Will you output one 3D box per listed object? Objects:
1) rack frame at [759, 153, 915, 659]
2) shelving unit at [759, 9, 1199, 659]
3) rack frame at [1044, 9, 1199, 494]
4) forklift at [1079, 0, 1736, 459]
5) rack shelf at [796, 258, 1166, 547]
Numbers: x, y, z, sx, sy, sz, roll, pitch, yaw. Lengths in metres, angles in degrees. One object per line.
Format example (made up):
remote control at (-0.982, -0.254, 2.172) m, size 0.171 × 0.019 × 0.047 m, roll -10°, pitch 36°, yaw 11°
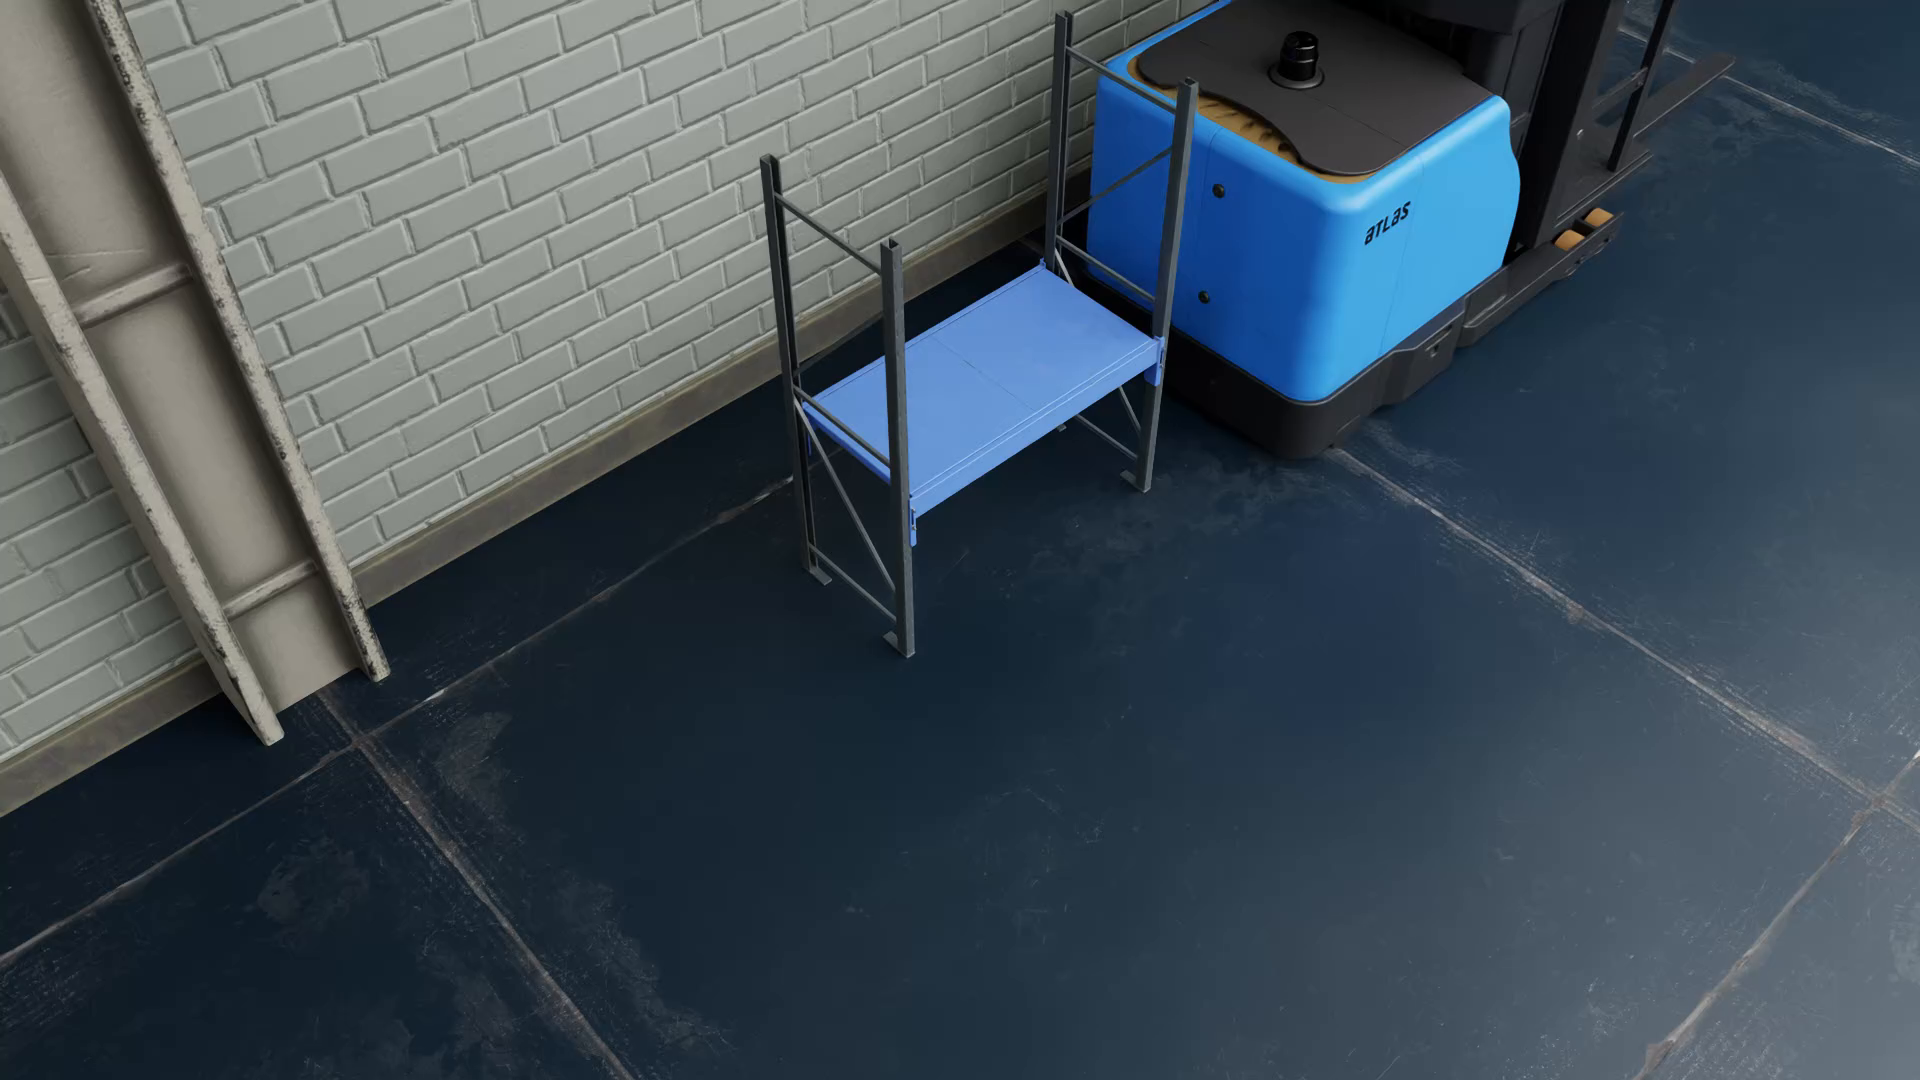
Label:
rack frame at (-0.313, -0.299, 4.506) m, size 0.032 × 1.500 × 0.500 m, roll -34°, pitch 56°, yaw -27°
shelving unit at (0.063, -0.551, 4.738) m, size 1.048 × 1.500 × 0.538 m, roll -34°, pitch 56°, yaw -27°
rack frame at (0.439, -0.802, 4.970) m, size 0.032 × 1.500 × 0.500 m, roll -34°, pitch 56°, yaw -27°
forklift at (1.828, -2.219, 5.303) m, size 3.031 × 2.935 × 1.130 m, roll -35°, pitch 56°, yaw -28°
rack shelf at (0.063, -0.429, 4.870) m, size 1.000 × 0.185 × 0.538 m, roll -34°, pitch 56°, yaw -27°
